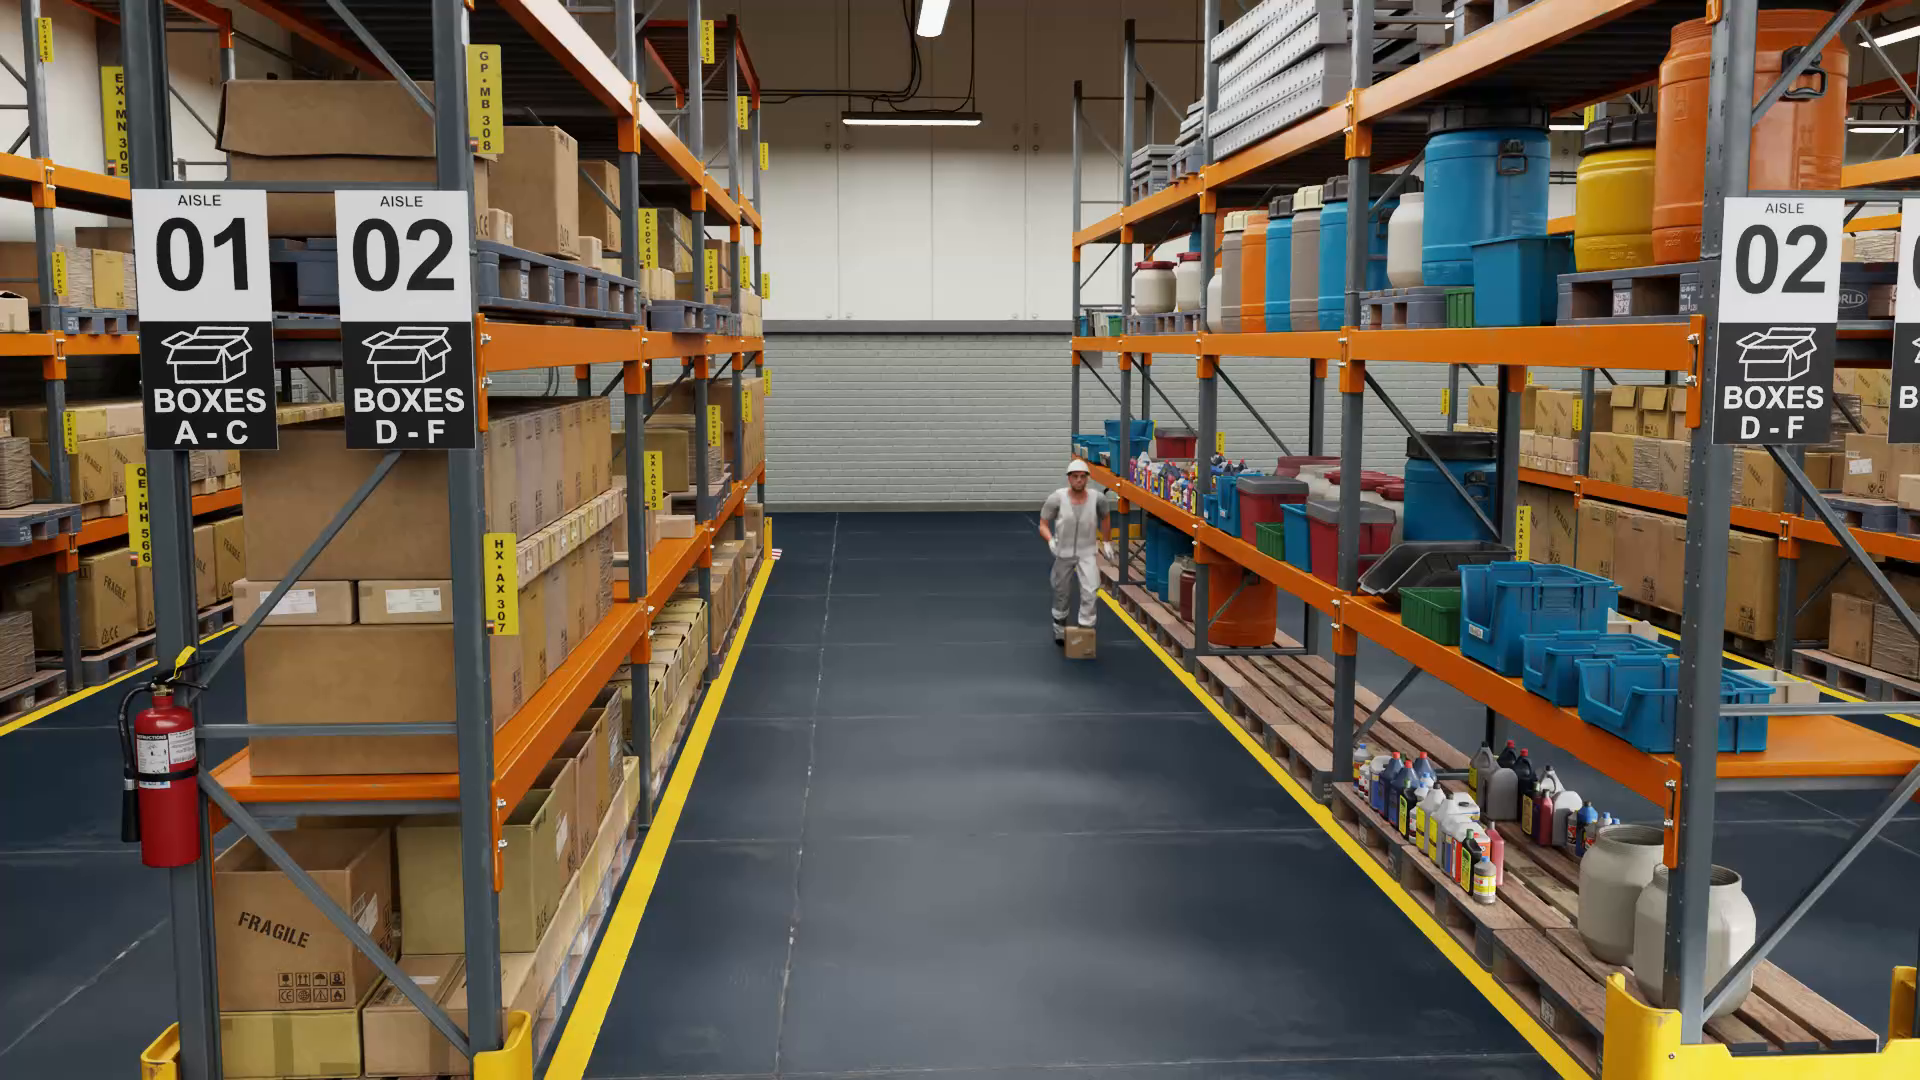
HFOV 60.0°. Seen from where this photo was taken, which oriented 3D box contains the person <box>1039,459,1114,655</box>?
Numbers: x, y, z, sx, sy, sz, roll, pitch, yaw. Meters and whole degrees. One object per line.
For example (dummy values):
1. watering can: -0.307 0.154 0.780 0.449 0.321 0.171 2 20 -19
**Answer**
1. person: 1.036 0.123 14.762 0.674 1.703 0.909 0 7 4
